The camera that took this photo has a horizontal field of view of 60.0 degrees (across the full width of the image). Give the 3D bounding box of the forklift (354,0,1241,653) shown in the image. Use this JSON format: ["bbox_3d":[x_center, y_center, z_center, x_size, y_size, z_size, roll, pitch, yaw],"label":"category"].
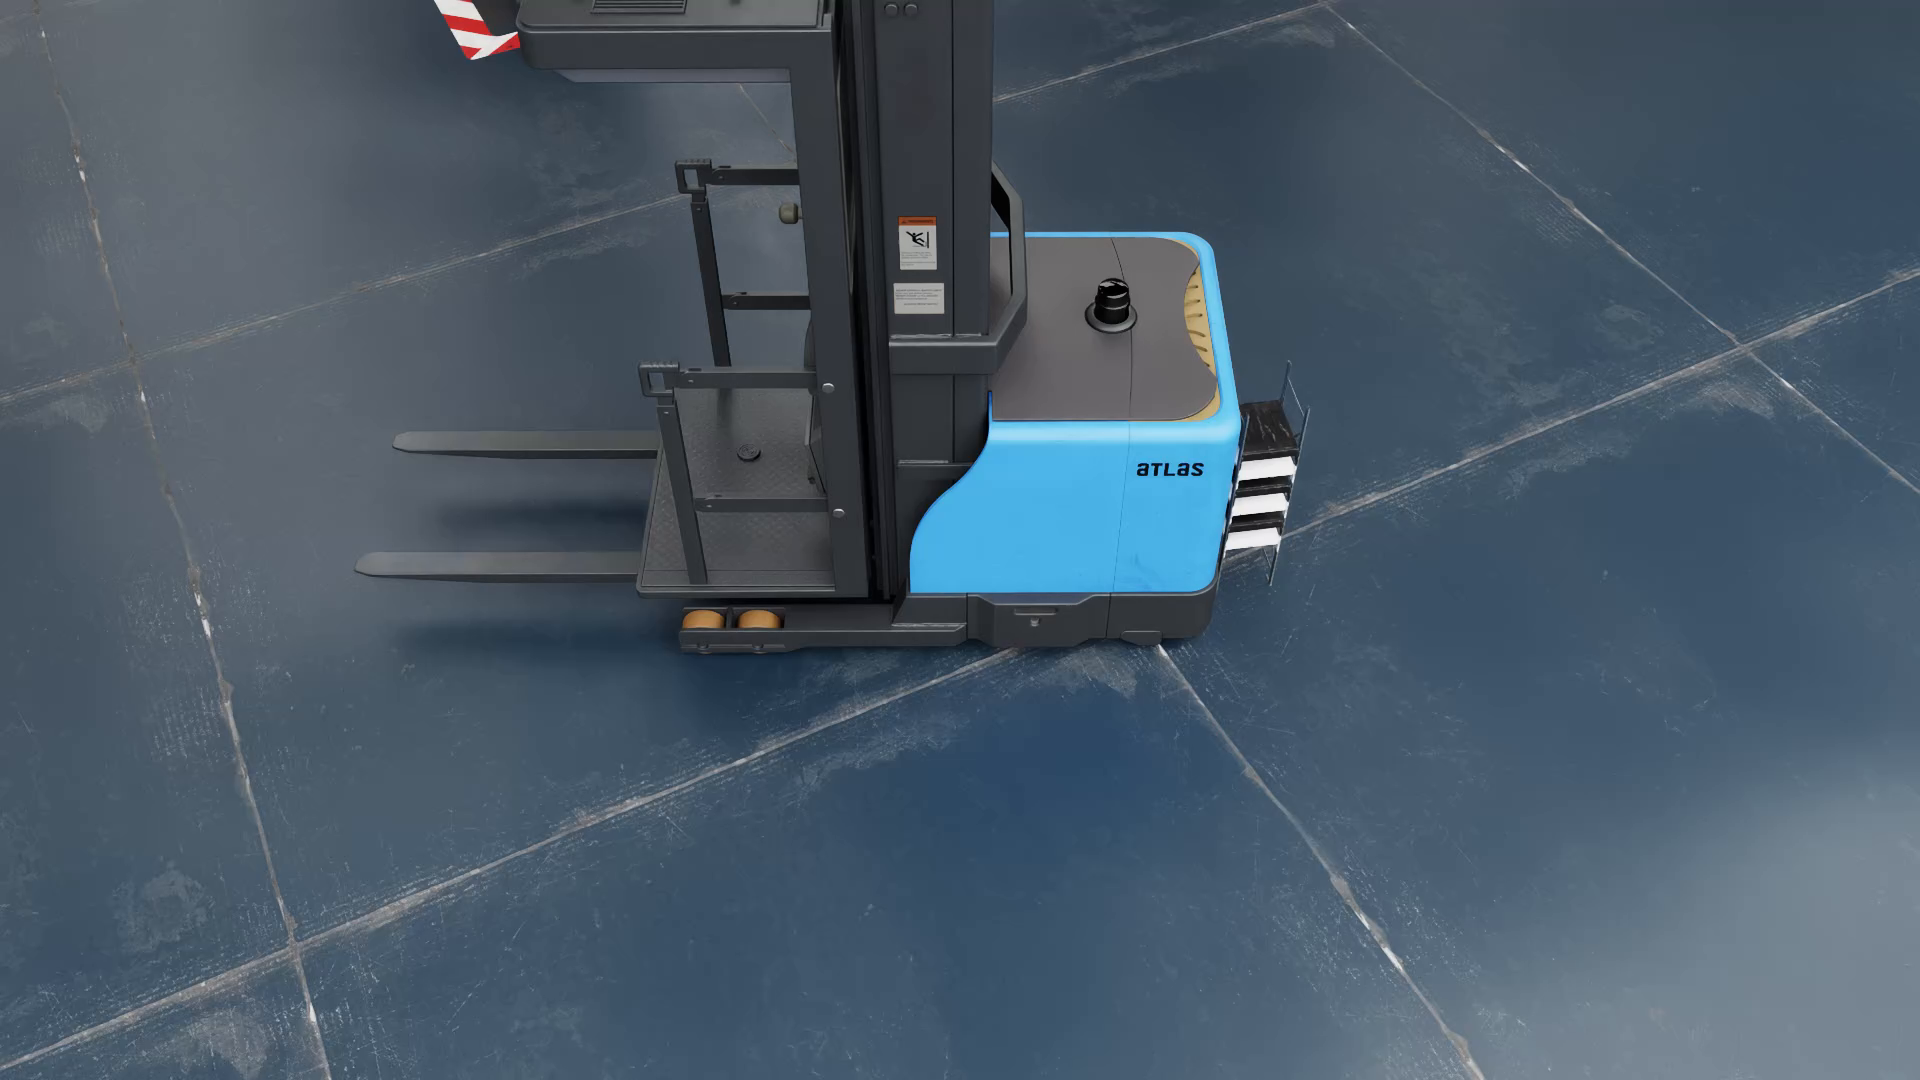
[{"bbox_3d":[-0.624,-0.964,5.146,3.031,2.935,1.130,0,49,0],"label":"forklift"}]

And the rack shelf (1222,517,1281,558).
[{"bbox_3d":[1.021,-0.065,5.992,0.200,0.077,0.258,-6,49,-6],"label":"rack shelf"}]

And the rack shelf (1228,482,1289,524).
[{"bbox_3d":[1.021,-0.183,5.857,0.200,0.077,0.258,-6,49,-6],"label":"rack shelf"}]

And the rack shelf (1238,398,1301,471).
[{"bbox_3d":[1.021,-0.361,5.654,0.200,0.077,0.258,-6,49,-6],"label":"rack shelf"}]

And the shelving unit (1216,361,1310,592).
[{"bbox_3d":[1.021,-0.205,5.832,0.210,0.900,0.258,-6,49,-6],"label":"shelving unit"}]

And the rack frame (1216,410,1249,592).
[{"bbox_3d":[0.920,-0.194,5.822,0.006,0.900,0.240,-6,49,-6],"label":"rack frame"}]

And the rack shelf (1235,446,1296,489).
[{"bbox_3d":[1.021,-0.302,5.721,0.200,0.077,0.258,-6,49,-6],"label":"rack shelf"}]

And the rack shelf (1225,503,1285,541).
[{"bbox_3d":[1.021,-0.124,5.925,0.200,0.077,0.258,-6,49,-6],"label":"rack shelf"}]

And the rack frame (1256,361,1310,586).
[{"bbox_3d":[1.121,-0.217,5.842,0.006,0.900,0.240,-6,49,-6],"label":"rack frame"}]

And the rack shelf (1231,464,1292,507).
[{"bbox_3d":[1.021,-0.243,5.789,0.200,0.077,0.258,-6,49,-6],"label":"rack shelf"}]
